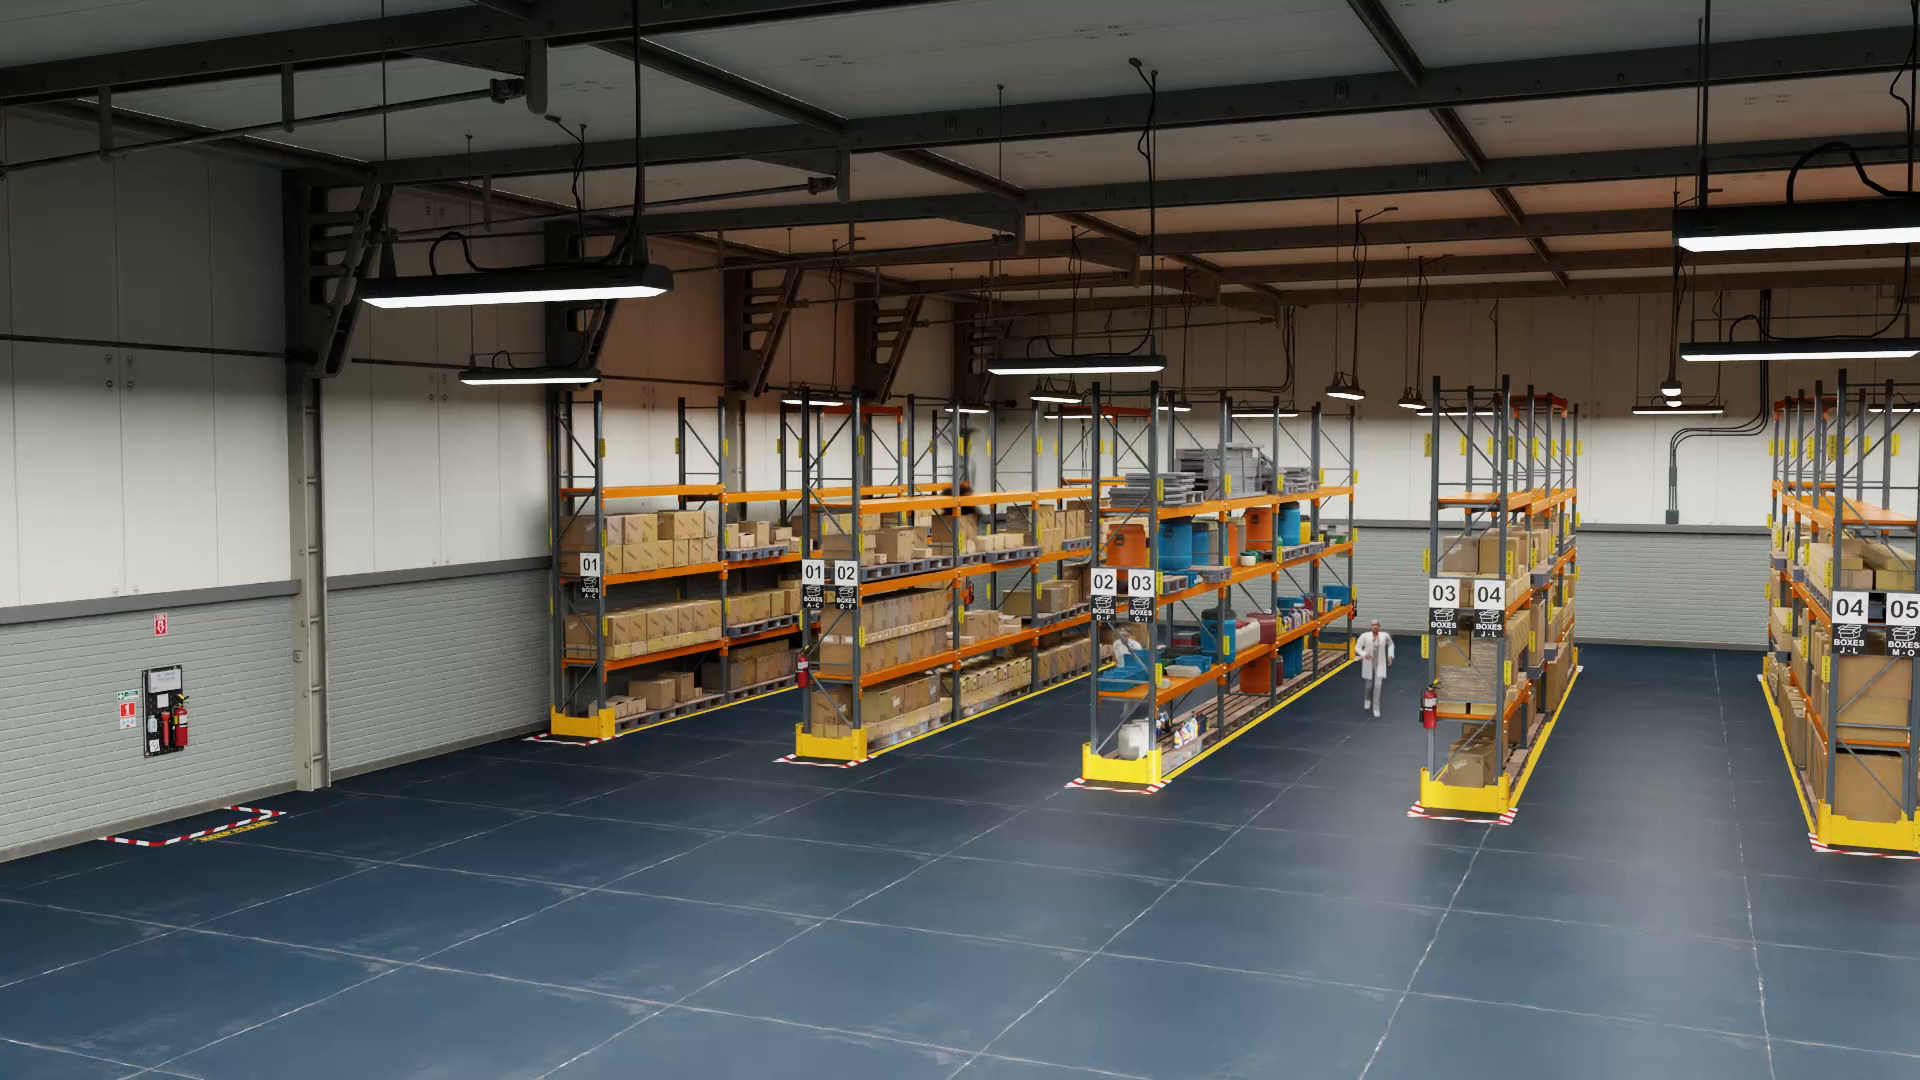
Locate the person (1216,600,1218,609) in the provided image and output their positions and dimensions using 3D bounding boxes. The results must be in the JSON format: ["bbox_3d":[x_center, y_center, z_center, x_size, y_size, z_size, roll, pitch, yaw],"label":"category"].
[{"bbox_3d":[5.758,2.137,36.728,0.651,1.690,0.607,1,3,25],"label":"person"}]

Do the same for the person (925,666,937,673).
[{"bbox_3d":[-0.711,2.244,35.336,0.580,1.629,0.553,1,3,21],"label":"person"}]

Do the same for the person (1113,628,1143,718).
[{"bbox_3d":[3.148,2.462,31.043,0.657,1.707,0.766,1,3,24],"label":"person"}]

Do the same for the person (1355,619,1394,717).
[{"bbox_3d":[7.813,2.427,31.338,0.733,1.702,0.925,1,3,10],"label":"person"}]
